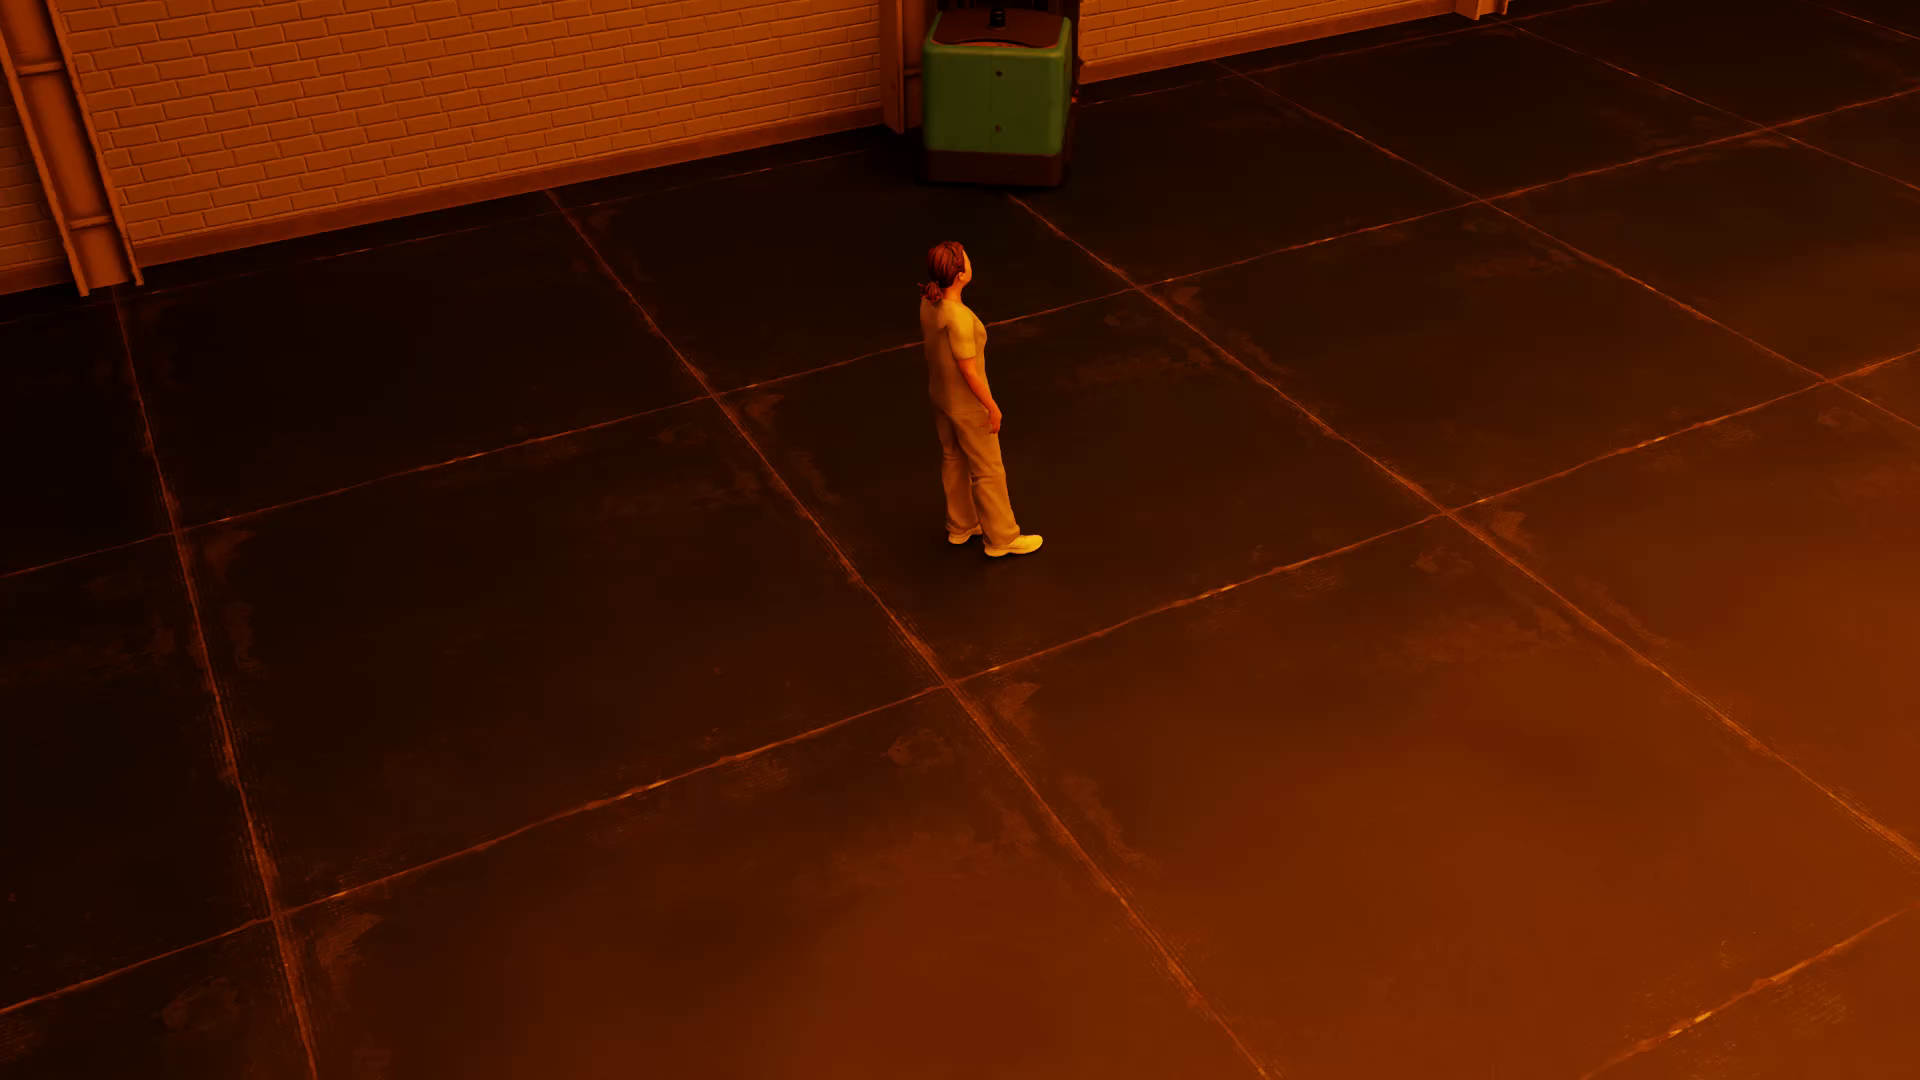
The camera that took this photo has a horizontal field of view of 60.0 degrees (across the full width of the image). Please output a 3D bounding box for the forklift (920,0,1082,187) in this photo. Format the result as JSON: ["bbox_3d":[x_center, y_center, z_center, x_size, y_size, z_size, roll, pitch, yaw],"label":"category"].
[{"bbox_3d":[0.401,-4.626,12.668,1.130,2.935,3.031,4,35,6],"label":"forklift"}]

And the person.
[{"bbox_3d":[0.072,-0.703,8.193,0.548,1.672,0.549,-17,39,-23],"label":"person"}]
